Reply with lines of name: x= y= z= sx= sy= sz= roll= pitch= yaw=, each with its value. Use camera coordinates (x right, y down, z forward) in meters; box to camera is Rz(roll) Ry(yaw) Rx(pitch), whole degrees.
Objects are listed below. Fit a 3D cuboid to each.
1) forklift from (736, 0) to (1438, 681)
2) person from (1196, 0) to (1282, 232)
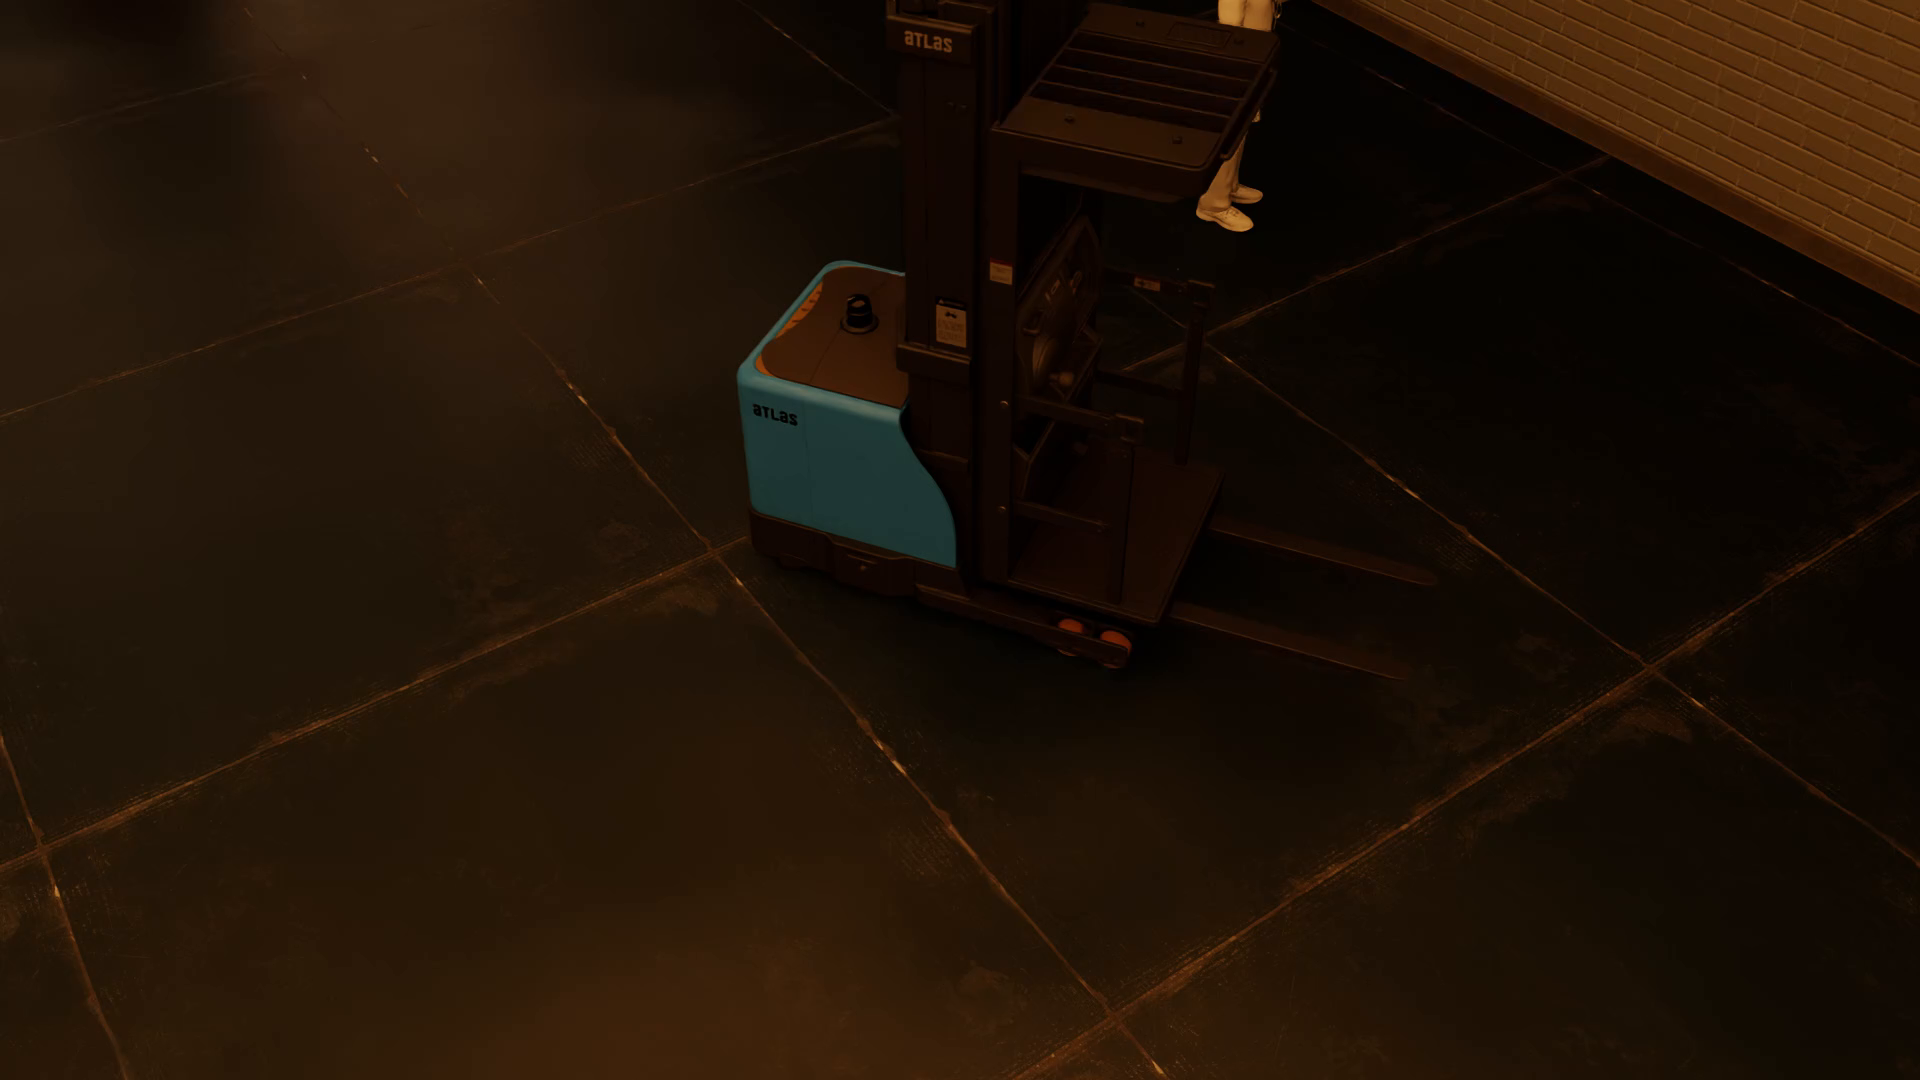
forklift: x=0.593 y=-0.929 z=6.723 sx=3.031 sy=2.935 sz=1.130 roll=15 pitch=45 yaw=16
person: x=1.622 y=-2.661 z=9.451 sx=0.382 sy=1.783 sz=0.552 roll=13 pitch=44 yaw=14
